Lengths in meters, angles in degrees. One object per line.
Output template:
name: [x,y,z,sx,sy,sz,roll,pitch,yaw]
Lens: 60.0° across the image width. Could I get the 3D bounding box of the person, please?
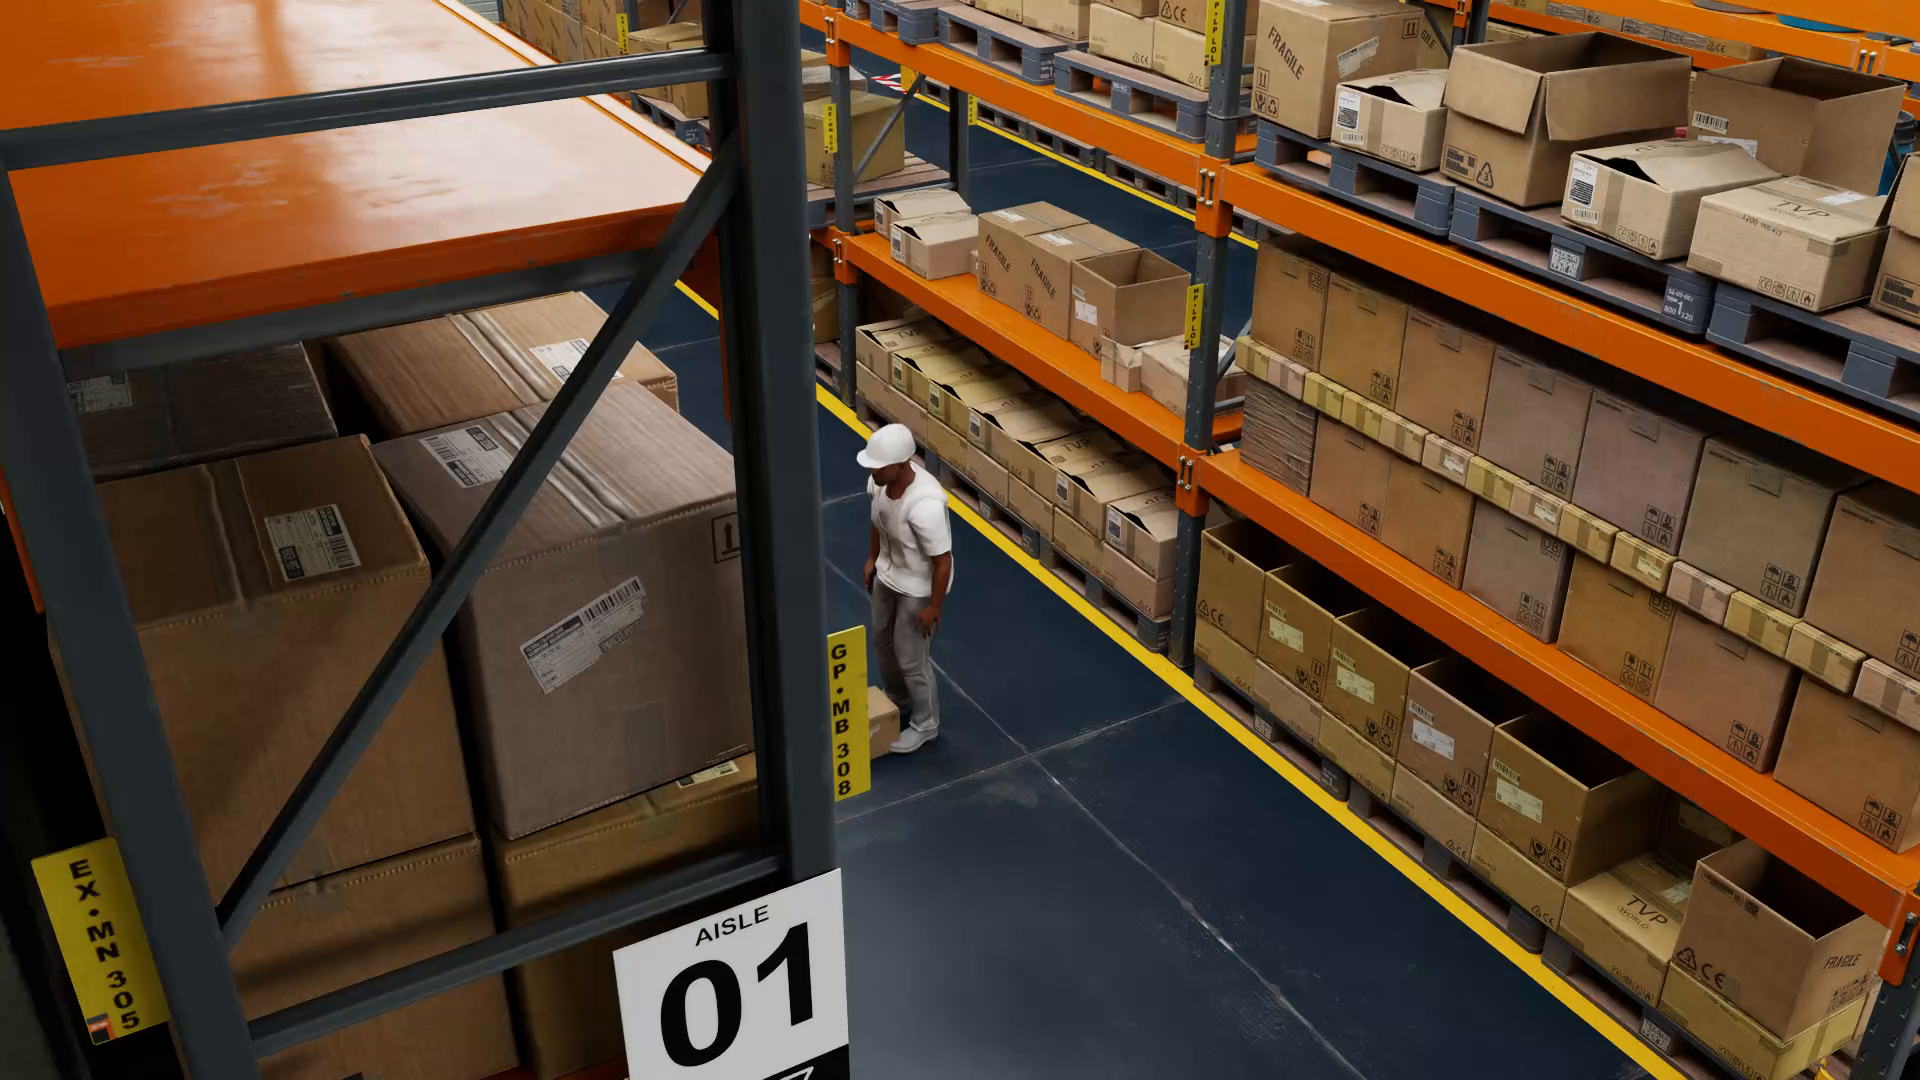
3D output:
person: [-0.282,0.215,8.157,0.463,1.759,0.625,-17,33,-28]
